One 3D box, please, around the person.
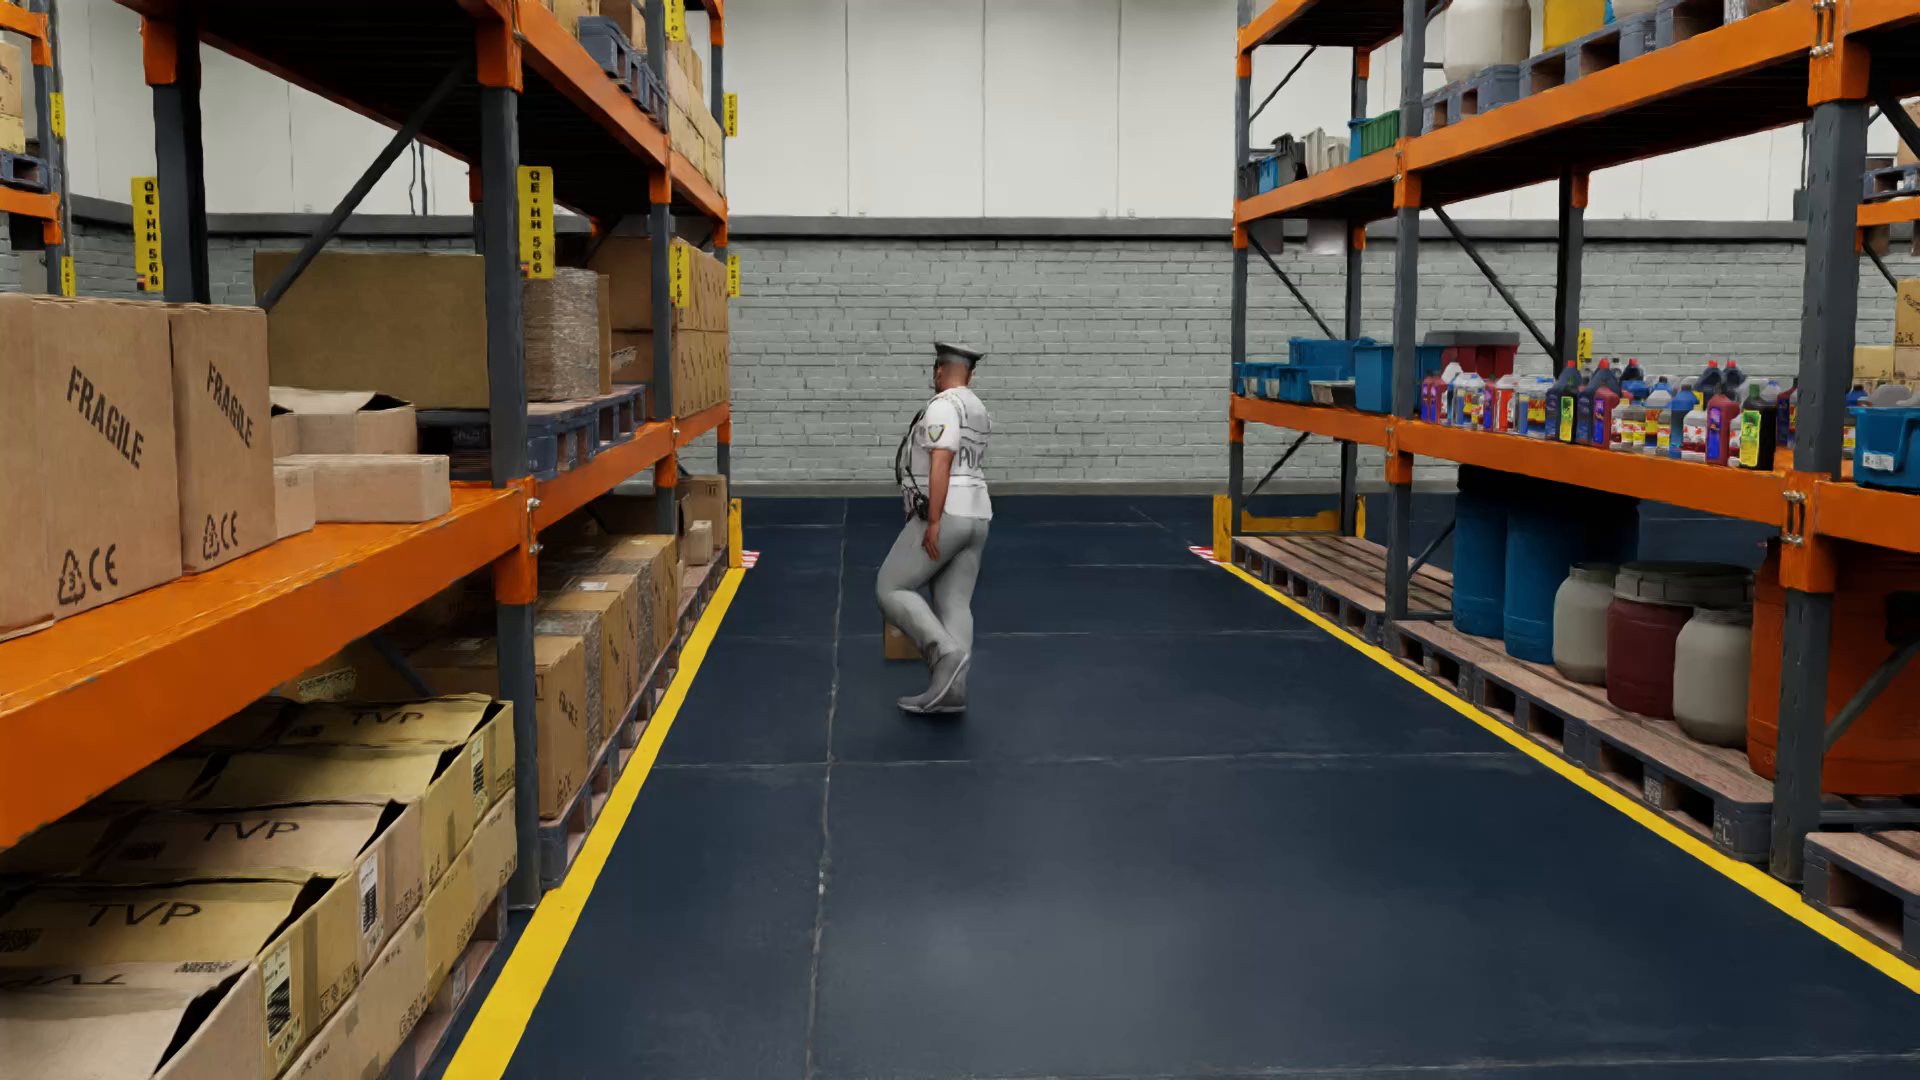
[{"bbox_3d":[-0.106,-0.065,7.766,0.487,1.709,0.752,3,7,22],"label":"person"}]
